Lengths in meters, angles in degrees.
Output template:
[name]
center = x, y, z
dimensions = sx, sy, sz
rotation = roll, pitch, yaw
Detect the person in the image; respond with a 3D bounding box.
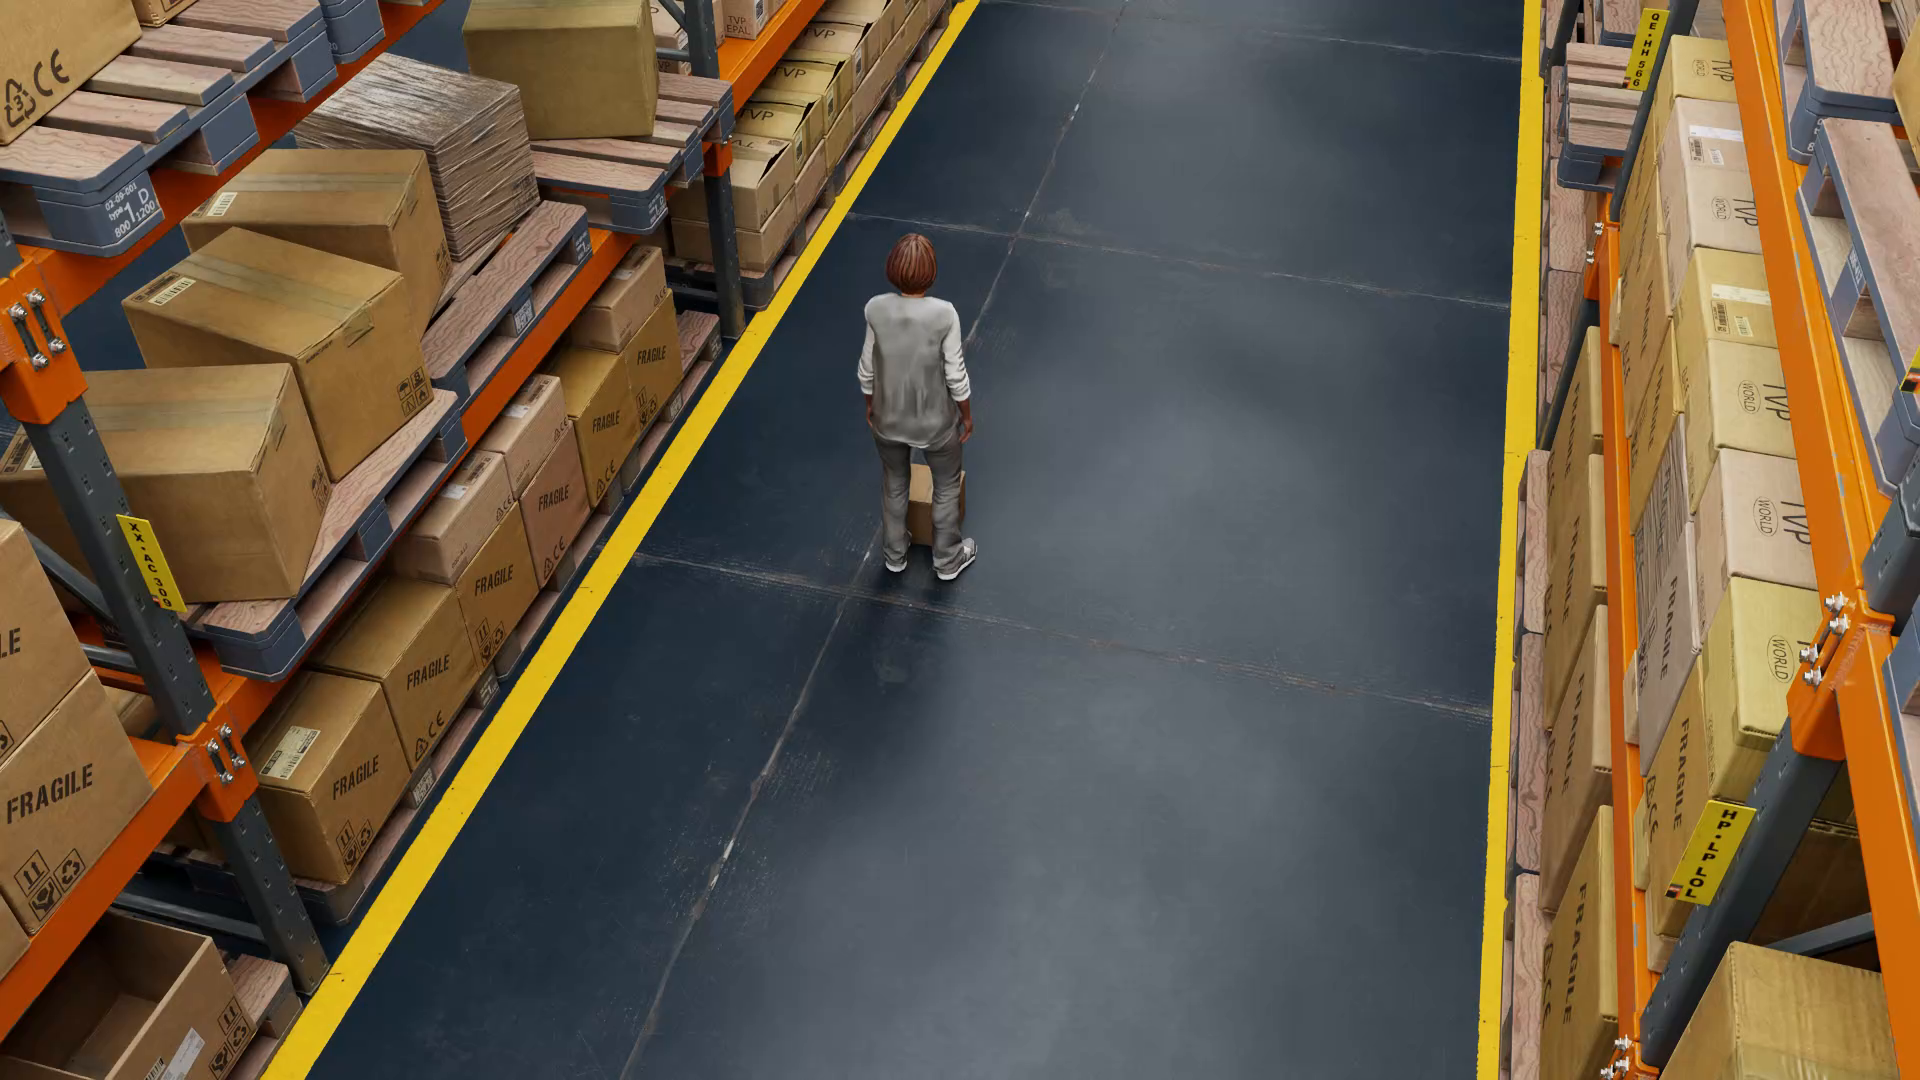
[person]
center = -0.176, -0.494, 6.725
dimensions = 0.460, 1.591, 0.345
rotation = 9, 42, 10
